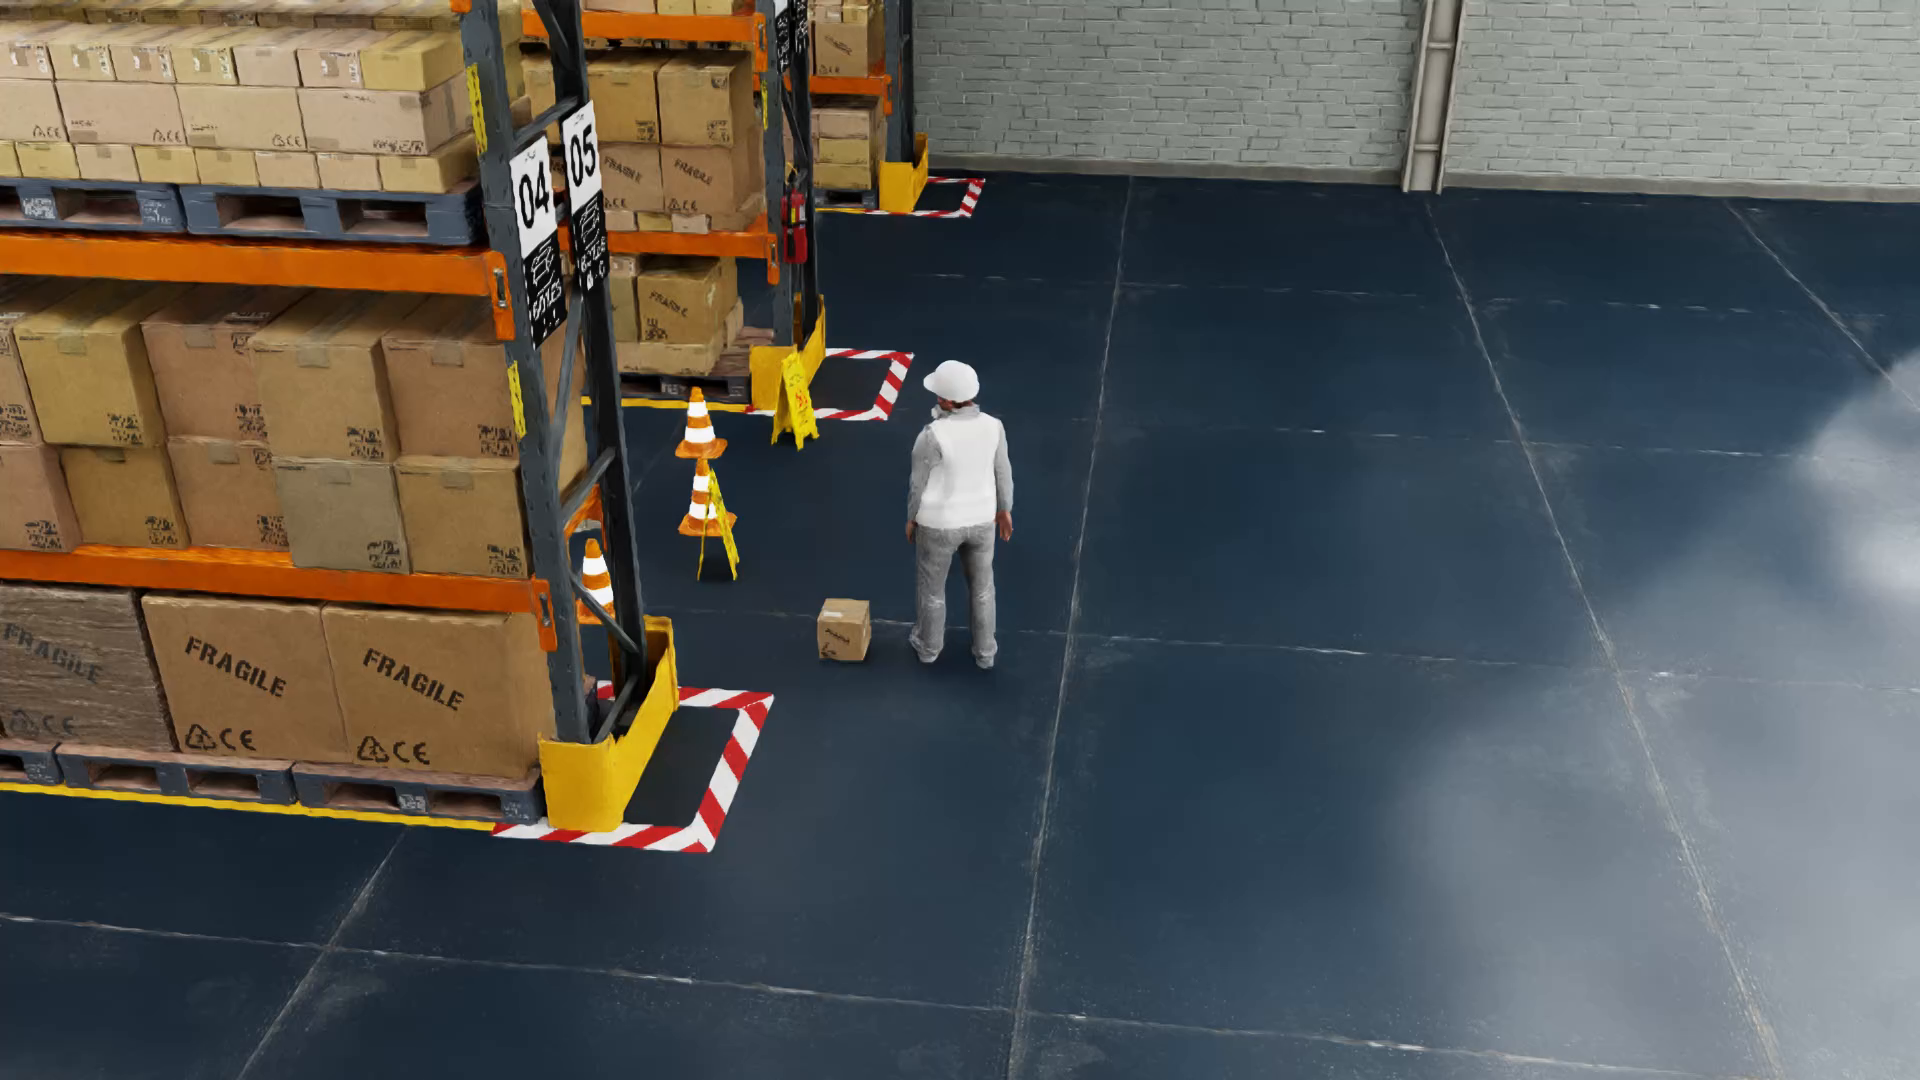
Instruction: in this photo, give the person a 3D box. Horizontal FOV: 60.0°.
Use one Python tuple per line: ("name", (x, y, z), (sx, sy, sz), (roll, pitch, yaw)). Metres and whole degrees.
("person", (-0.026, -0.142, 8.821), (0.582, 1.774, 0.516), (-13, 31, -24))
